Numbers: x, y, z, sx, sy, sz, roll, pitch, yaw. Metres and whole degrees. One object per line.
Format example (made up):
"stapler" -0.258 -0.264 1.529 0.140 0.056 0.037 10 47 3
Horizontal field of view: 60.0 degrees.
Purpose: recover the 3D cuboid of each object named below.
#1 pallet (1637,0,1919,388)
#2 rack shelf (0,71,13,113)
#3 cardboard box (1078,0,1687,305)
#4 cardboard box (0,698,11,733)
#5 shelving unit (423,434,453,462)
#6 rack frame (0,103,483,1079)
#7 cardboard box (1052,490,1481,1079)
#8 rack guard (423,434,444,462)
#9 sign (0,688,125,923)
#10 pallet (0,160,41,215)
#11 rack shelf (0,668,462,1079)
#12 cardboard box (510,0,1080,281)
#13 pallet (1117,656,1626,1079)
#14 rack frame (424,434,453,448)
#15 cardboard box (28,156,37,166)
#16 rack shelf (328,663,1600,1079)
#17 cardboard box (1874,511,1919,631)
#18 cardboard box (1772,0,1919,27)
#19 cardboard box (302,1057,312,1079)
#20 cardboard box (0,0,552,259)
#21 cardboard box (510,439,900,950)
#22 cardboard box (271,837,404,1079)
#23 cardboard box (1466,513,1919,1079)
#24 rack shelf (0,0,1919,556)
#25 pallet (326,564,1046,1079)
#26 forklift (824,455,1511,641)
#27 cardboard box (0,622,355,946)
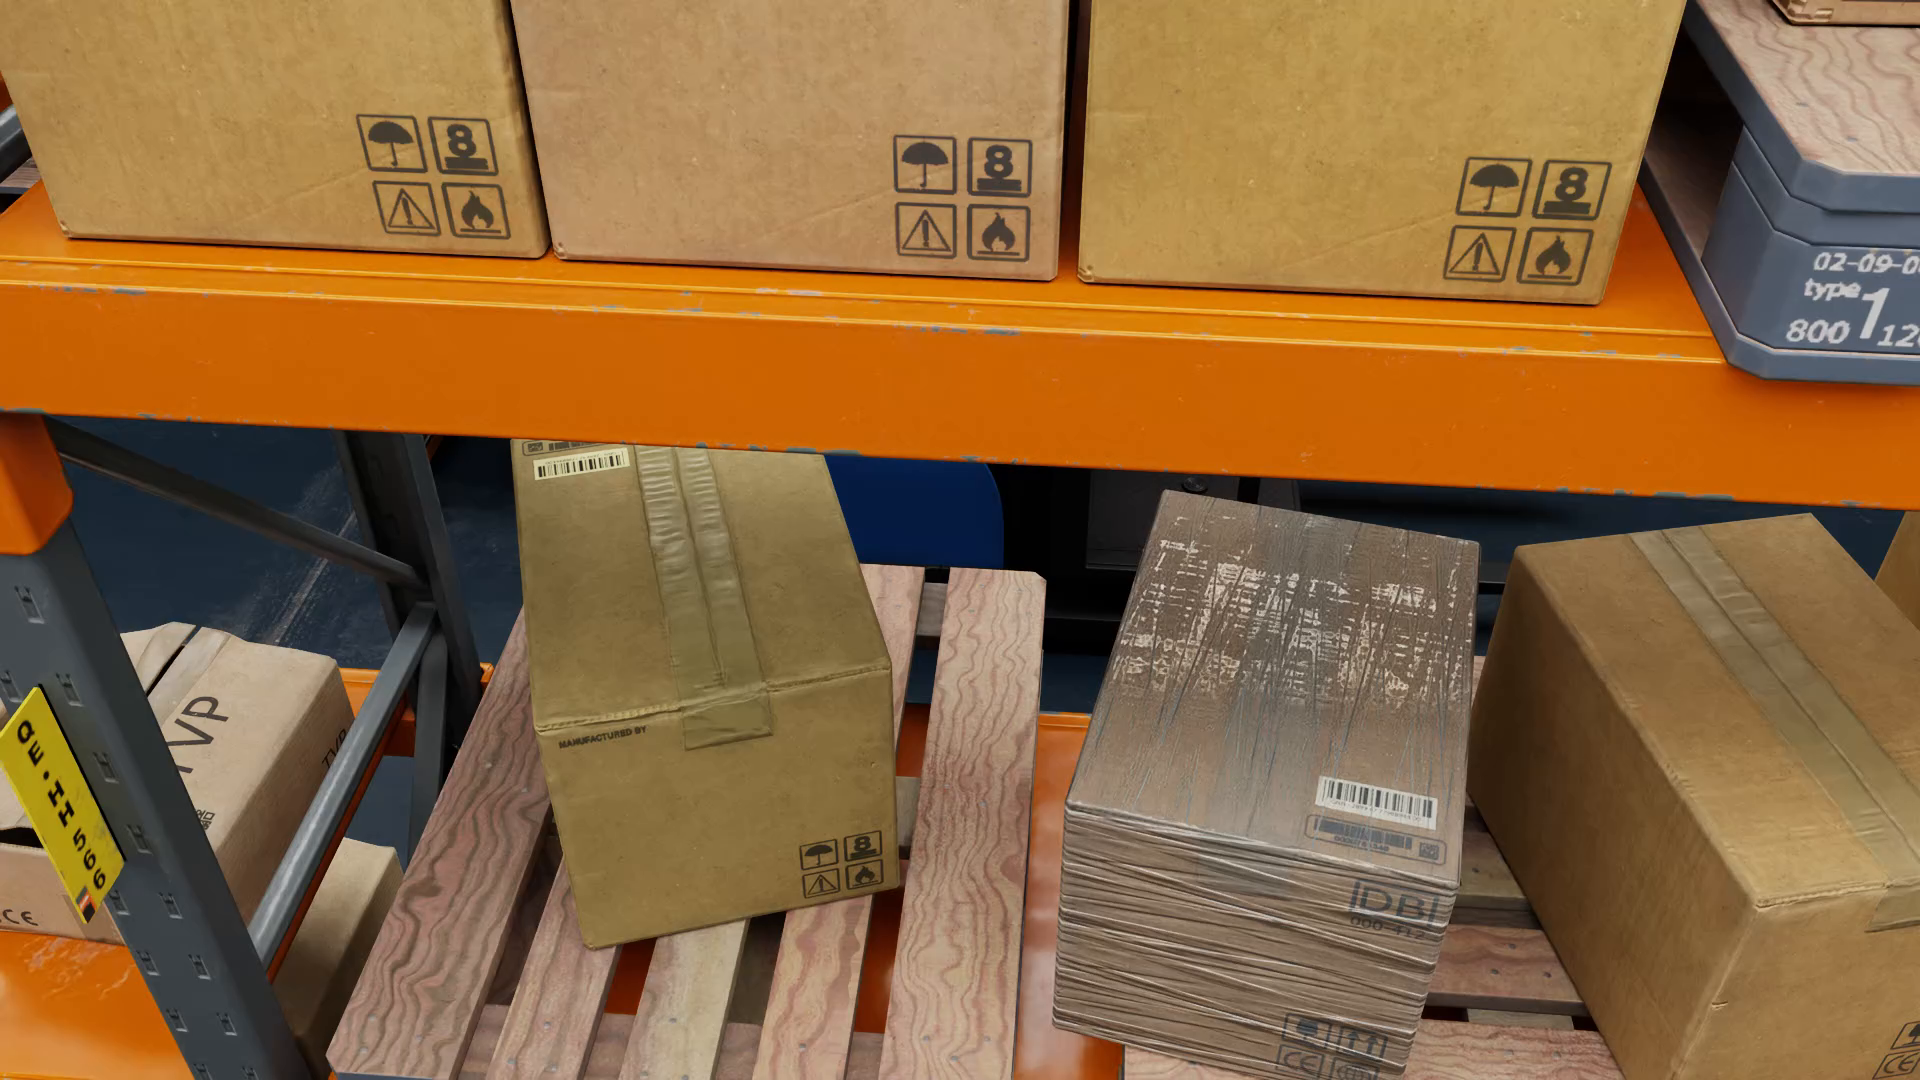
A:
"pallet" 1.246 -0.575 1.853 1.003 0.211 1.213 3 39 4
"rack shelf" -3.054 -0.562 2.258 4.000 0.370 1.077 3 39 4
"cardboard box" 0.402 -0.712 1.793 0.500 0.500 0.910 3 39 4
"cardboard box" -1.936 0.295 3.081 0.500 0.311 0.500 3 39 3
"shelving unit" -1.413 -0.846 5.601 1.083 1.500 0.587 3 39 4
"rack frame" -1.061 0.431 2.844 0.127 3.000 1.000 3 39 4
"cardboard box" 0.470 0.363 2.516 0.500 0.500 0.700 10 40 12
"rack guard" -1.909 -0.390 6.031 0.087 0.250 0.587 3 39 4
"sign" -1.106 0.332 2.049 0.005 0.325 0.100 3 39 4
"pallet" -3.847 -1.779 7.769 1.213 0.211 1.003 3 39 4
"rack shelf" -3.054 0.601 3.205 4.000 0.370 1.077 3 39 4
"cardboard box" -0.116 -0.740 1.828 0.500 0.500 0.910 3 39 4
"pallet" 0.876 0.609 2.778 1.213 0.211 1.003 3 39 4
"rack frame" -1.928 -0.876 5.638 0.032 1.500 0.500 3 39 4
"cardboard box" -3.888 -2.074 7.553 0.500 0.500 0.700 4 39 5
"rack shelf" 0.931 0.819 2.937 4.000 0.370 1.077 3 39 4
"cardboard box" 1.780 0.284 2.614 0.500 0.500 0.700 9 40 11
"cardboard box" 1.099 -0.899 1.611 0.600 0.600 0.600 2 39 2
"cardboard box" -1.605 1.244 3.247 0.500 0.311 0.500 4 39 5
"cardboard box" -0.624 -0.768 1.862 0.500 0.500 0.910 3 39 4
"cardboard box" -0.424 0.193 2.725 0.500 0.500 0.700 -9 40 -11
"cardboard box" -1.558 0.904 3.664 0.500 0.311 0.500 4 39 5
"cardboard box" 1.158 0.390 2.483 0.500 0.500 0.700 -6 40 -8
"rack shelf" 0.931 -0.344 1.990 4.000 0.370 1.077 3 39 4
"pallet" -0.380 0.499 2.913 1.003 0.211 1.213 3 39 4
"forklift" 0.628 -1.103 4.784 3.031 2.935 1.130 3 39 4
"cardboard box" -1.420 0.419 2.930 0.500 0.311 0.500 5 39 7
